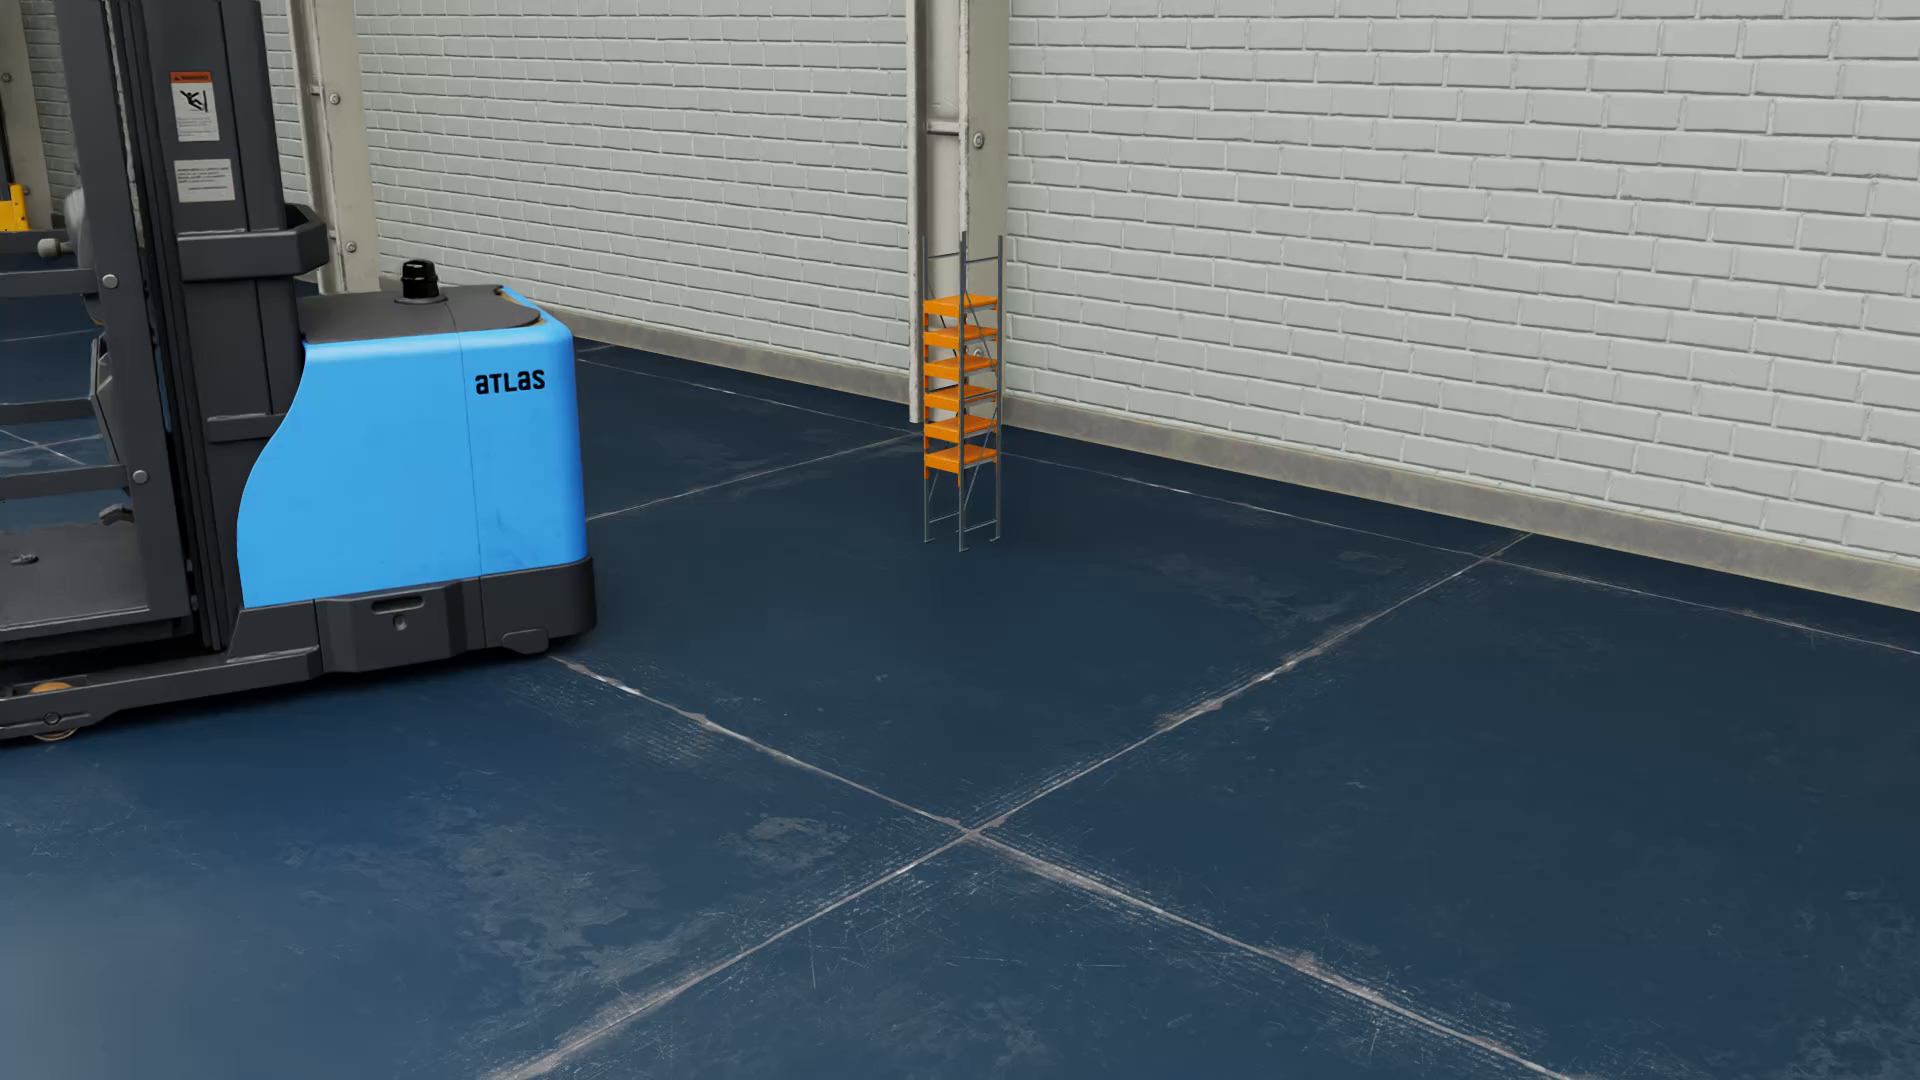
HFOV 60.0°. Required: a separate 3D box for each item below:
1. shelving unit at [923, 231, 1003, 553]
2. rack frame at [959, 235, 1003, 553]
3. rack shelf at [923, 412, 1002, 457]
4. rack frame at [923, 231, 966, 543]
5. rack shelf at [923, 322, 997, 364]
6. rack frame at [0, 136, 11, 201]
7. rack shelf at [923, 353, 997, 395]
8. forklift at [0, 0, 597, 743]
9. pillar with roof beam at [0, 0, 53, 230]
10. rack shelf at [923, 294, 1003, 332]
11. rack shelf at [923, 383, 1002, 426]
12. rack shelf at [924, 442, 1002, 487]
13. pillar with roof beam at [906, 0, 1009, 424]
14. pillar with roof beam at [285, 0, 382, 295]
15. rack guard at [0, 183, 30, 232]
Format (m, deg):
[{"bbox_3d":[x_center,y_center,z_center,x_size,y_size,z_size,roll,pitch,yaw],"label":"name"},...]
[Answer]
[{"bbox_3d":[0.011,-0.569,6.421,0.189,1.200,0.258,15,23,39],"label":"shelving unit"},{"bbox_3d":[0.079,-0.551,6.363,0.006,1.200,0.240,15,23,39],"label":"rack frame"},{"bbox_3d":[0.011,-0.412,6.471,0.180,0.103,0.258,15,23,39],"label":"rack shelf"},{"bbox_3d":[-0.058,-0.587,6.479,0.006,1.200,0.240,15,23,39],"label":"rack frame"},{"bbox_3d":[0.011,-0.755,6.362,0.180,0.103,0.258,15,23,39],"label":"rack shelf"},{"bbox_3d":[-9.065,-4.099,14.568,0.127,3.000,1.000,15,23,39],"label":"rack frame"},{"bbox_3d":[0.011,-0.641,6.398,0.180,0.103,0.258,15,23,39],"label":"rack shelf"},{"bbox_3d":[-2.756,-0.975,4.838,3.031,2.935,1.130,-8,19,-25],"label":"forklift"},{"bbox_3d":[-11.845,-6.328,11.674,0.400,9.000,9.100,15,23,39],"label":"pillar with roof beam"},{"bbox_3d":[0.011,-0.870,6.326,0.180,0.103,0.258,15,23,39],"label":"rack shelf"},{"bbox_3d":[0.011,-0.527,6.434,0.180,0.103,0.258,15,23,39],"label":"rack shelf"},{"bbox_3d":[0.011,-0.298,6.507,0.180,0.103,0.258,15,23,39],"label":"rack shelf"},{"bbox_3d":[-2.870,-3.918,4.082,0.400,9.000,9.100,15,23,39],"label":"pillar with roof beam"},{"bbox_3d":[-7.358,-5.123,7.878,0.400,9.000,9.100,15,23,39],"label":"pillar with roof beam"},{"bbox_3d":[-9.047,-2.902,14.931,0.348,0.500,1.175,15,23,39],"label":"rack guard"}]
